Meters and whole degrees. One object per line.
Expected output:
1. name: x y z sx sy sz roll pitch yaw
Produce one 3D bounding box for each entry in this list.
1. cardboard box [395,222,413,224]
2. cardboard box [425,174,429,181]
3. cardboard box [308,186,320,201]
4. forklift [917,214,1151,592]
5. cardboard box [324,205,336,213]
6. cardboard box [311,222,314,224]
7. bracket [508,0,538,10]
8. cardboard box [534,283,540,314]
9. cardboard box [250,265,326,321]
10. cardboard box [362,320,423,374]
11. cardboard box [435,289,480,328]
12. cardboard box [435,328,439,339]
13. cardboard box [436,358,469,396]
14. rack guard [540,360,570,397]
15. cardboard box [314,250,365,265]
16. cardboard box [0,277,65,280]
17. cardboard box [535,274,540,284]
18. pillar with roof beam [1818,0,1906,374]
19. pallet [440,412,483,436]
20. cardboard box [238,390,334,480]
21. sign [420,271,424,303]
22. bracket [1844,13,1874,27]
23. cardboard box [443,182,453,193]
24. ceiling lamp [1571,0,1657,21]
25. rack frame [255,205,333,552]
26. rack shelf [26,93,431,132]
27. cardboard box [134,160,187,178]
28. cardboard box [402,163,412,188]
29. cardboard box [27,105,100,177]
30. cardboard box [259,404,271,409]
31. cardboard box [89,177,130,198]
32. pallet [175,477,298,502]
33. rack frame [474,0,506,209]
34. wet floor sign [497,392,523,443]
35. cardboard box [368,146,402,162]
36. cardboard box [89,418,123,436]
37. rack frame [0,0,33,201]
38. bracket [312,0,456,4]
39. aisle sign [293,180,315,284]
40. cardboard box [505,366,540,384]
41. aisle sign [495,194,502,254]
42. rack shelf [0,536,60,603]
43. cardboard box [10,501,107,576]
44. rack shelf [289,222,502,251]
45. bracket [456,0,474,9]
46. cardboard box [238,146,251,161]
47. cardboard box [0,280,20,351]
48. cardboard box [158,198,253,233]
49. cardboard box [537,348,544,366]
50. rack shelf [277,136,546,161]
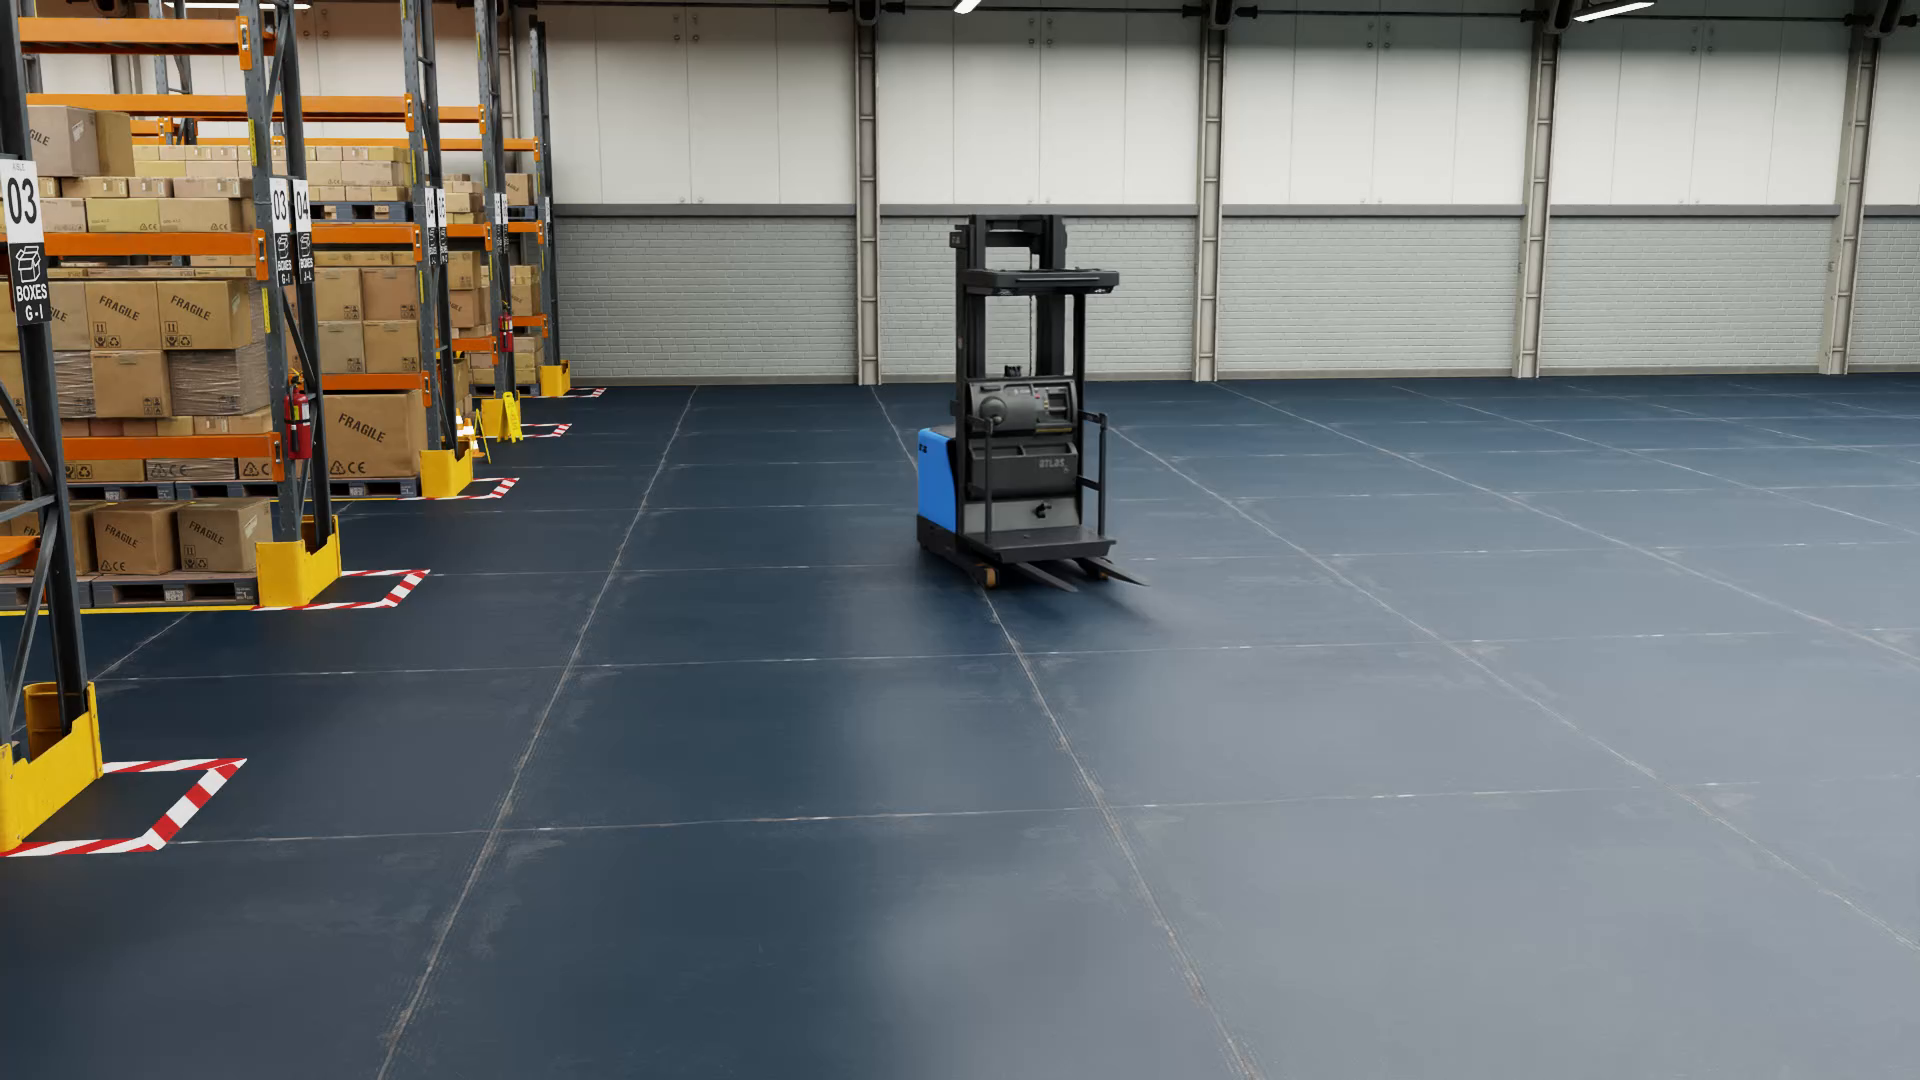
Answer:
1. cardboard box: -7.318 -4.260 22.017 0.250 0.149 0.380 -1 11 -6
2. cardboard box: -8.791 -5.642 26.779 0.637 0.503 0.797 -1 11 -4
3. cardboard box: -6.639 -3.544 17.029 0.250 0.149 0.380 -1 11 -6
4. forklift: 0.597 -1.140 13.452 1.130 2.935 3.031 -4 12 -20
5. cardboard box: -8.220 -4.424 21.819 0.500 0.250 0.500 -1 11 -6
6. cardboard box: -8.572 -4.210 21.763 0.250 0.149 0.380 -1 11 -7
7. bracket: -7.101 -8.736 27.026 0.430 0.232 0.235 -1 11 -6
8. cardboard box: -7.285 -4.019 27.658 0.500 0.500 0.500 -1 11 -4
9. cardboard box: -7.069 -2.616 17.594 0.550 0.550 0.875 -1 11 -6
10. cardboard box: -5.952 -2.085 17.692 0.550 0.550 0.875 -1 11 -6
11. cardboard box: -6.733 -3.106 22.243 0.500 0.500 0.500 -1 11 -7
12. cardboard box: -7.069 -2.775 22.242 0.250 0.149 0.380 -1 11 -7
13. cardboard box: -7.078 -2.236 22.941 0.500 0.500 0.500 -2 11 -8
14. rack guard: -6.739 -2.701 27.693 0.348 0.500 1.175 -1 11 -6
15. cardboard box: -8.218 -3.585 22.088 0.500 0.500 0.700 -1 11 -6
16. cardboard box: -7.220 -1.770 12.854 0.500 0.500 0.500 -1 11 -6
17. cardboard box: -7.128 -4.337 27.594 0.250 0.149 0.380 -1 11 -8
18. pillar with roof beam: 16.772 -6.703 26.020 0.548 9.000 9.100 -1 11 -6
19. pallet: -7.110 -1.595 22.817 1.213 0.211 1.003 -1 11 -6
20. cardboard box: -7.129 -1.146 17.723 0.875 0.875 0.875 -1 11 -7
21. sign: -5.543 -2.608 17.124 0.005 0.325 0.100 -1 11 -6
22. bracket: 15.933 -9.218 29.482 0.430 0.232 0.235 -1 11 -6
23. cardboard box: -6.788 -4.653 21.952 0.250 0.149 0.380 -1 11 -5
24. ceiling lamp: 9.887 -9.337 24.284 0.800 3.185 2.000 -1 11 -6
25. rack frame: -5.153 -1.075 12.941 0.127 3.000 1.000 -1 11 -6
26. rack shelf: -7.576 -4.381 17.107 4.000 0.370 1.077 -1 11 -6
27. cardboard box: -8.045 -3.722 16.900 0.500 0.250 0.500 -1 11 -7
28. cardboard box: -6.095 -3.866 17.635 0.500 0.250 0.500 -1 11 -6
29. cardboard box: -6.666 -2.906 12.154 0.500 0.500 0.500 -1 11 -6
30. cardboard box: -5.462 -0.991 13.167 0.250 0.149 0.380 -1 11 -6
31. cardboard box: -6.173 -2.583 12.195 0.250 0.149 0.380 -1 11 -6
32. pallet: -7.584 -0.603 17.772 1.213 0.211 1.003 -1 11 -6
33. rack frame: -6.223 -5.919 22.029 0.127 3.000 1.000 -1 11 -6
34. wet floor sign: -5.918 -1.619 21.811 0.232 0.644 0.267 3 11 14
35. cardboard box: -5.886 -3.951 17.031 0.250 0.149 0.380 -1 11 -6
36. cardboard box: -6.408 -0.886 12.633 0.250 0.149 0.380 -1 11 -6
37. rack frame: -4.618 -3.069 7.530 0.127 3.000 1.000 -1 11 -6
38. bracket: -10.488 -8.665 26.665 4.783 0.066 0.076 -1 11 -6
39. aisle sign: -5.123 -2.409 12.989 0.004 0.787 0.394 -1 11 -6
40. cardboard box: -7.196 -2.714 27.316 0.500 0.250 0.500 -1 11 -6
41. aisle sign: -6.130 -4.196 22.081 0.004 0.787 0.394 -1 11 -6
42. rack shelf: -6.606 0.270 7.967 4.000 0.370 1.077 -1 11 -6
43. cardboard box: -6.990 -0.016 12.947 0.500 0.500 0.500 0 11 -1
44. rack shelf: -8.211 -4.052 22.176 4.000 0.370 1.077 -1 11 -6
45. bracket: -7.926 -8.718 26.938 0.430 0.232 0.235 -1 11 -6
46. cardboard box: -7.150 -3.924 16.896 0.250 0.149 0.380 -1 11 -7
47. cardboard box: -7.164 -1.671 12.352 0.500 0.500 0.500 -1 11 -6
48. cardboard box: -5.604 -2.414 12.367 0.500 0.250 0.500 -1 11 -5
49. cardboard box: -7.252 -3.059 27.778 0.500 0.250 0.500 -1 11 -5
50. rack shelf: -8.751 -6.280 26.767 4.000 0.370 1.077 -1 11 -6
